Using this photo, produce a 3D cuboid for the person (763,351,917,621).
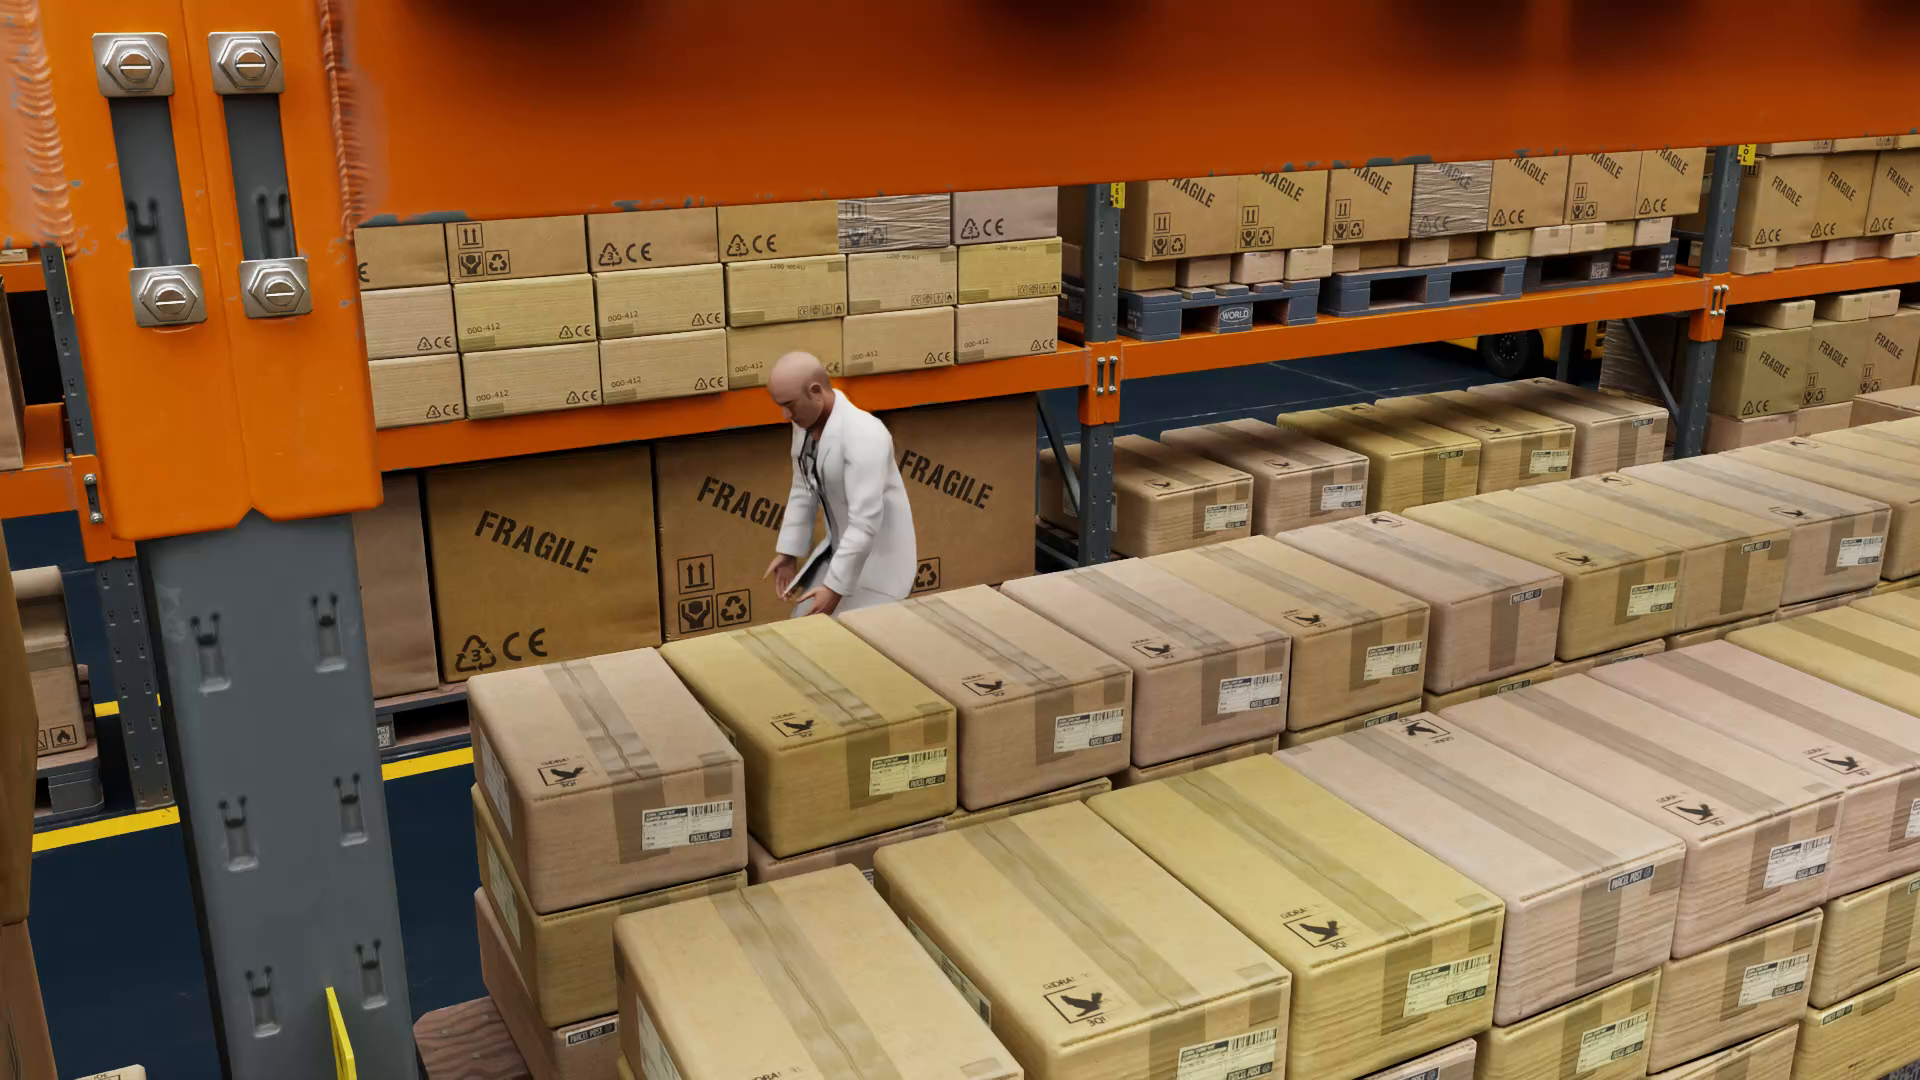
[{"bbox_3d":[-0.416,0.109,6.012,0.543,1.623,0.617,-9,20,-26],"label":"person"}]
